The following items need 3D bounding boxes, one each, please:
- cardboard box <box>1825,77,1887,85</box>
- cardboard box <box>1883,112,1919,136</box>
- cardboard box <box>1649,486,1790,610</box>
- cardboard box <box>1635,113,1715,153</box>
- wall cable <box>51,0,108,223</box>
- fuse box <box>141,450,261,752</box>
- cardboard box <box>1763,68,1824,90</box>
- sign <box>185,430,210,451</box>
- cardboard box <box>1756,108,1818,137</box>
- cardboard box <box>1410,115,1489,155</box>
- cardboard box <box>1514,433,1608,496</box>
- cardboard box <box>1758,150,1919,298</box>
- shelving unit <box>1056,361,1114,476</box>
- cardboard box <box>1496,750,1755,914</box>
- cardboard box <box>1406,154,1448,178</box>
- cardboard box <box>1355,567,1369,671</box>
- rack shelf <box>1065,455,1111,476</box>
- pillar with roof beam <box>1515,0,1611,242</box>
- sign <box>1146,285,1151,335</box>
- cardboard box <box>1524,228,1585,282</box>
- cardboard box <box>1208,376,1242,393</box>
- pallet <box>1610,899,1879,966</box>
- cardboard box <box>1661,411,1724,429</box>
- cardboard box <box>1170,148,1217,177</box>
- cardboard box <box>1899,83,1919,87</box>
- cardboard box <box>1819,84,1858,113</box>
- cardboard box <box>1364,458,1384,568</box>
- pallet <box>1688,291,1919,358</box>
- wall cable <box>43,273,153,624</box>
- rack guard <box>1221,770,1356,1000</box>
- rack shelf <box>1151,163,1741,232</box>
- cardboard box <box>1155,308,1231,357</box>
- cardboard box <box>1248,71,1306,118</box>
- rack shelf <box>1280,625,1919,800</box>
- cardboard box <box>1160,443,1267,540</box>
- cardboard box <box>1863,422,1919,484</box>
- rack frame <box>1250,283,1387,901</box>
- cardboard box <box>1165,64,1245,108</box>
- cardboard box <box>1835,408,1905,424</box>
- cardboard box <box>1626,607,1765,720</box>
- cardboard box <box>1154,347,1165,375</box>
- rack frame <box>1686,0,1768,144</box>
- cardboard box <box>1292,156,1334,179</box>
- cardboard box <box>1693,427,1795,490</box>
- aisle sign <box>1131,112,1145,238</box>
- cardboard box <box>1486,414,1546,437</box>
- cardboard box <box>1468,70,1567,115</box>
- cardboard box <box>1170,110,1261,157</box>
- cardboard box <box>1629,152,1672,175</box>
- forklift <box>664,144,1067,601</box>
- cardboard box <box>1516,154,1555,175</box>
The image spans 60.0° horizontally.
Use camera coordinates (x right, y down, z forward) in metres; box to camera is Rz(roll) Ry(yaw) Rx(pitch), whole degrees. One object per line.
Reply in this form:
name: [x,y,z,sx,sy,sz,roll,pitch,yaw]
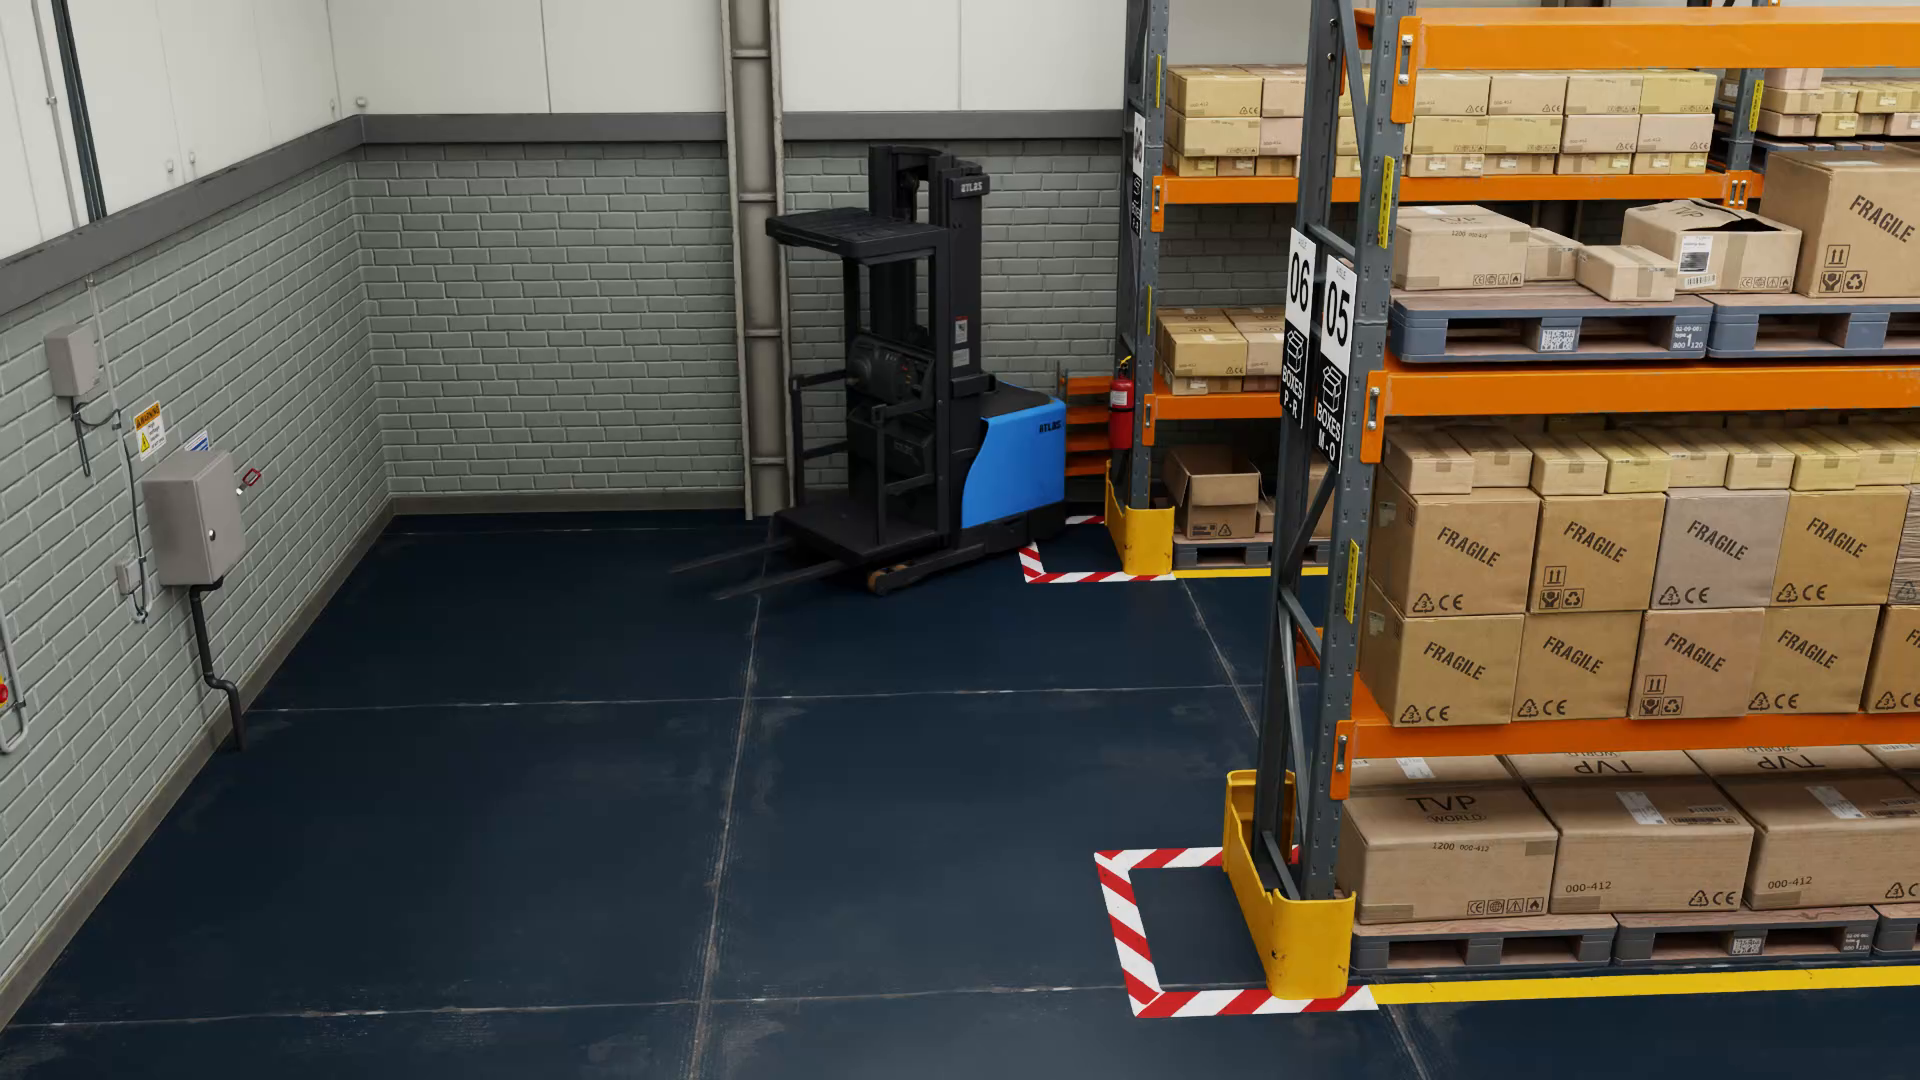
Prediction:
cardboard box: [6.302,-3.172,11.725,0.250,0.149,0.380,-1,21,-2]
cardboard box: [6.330,-2.834,11.256,0.250,0.149,0.380,-1,21,-2]
cardboard box: [3.062,-0.039,6.961,0.500,0.500,0.500,-1,21,-3]
cardboard box: [4.777,-2.806,11.353,0.500,0.250,0.500,-1,21,-3]
wall cable: [-4.287,-3.453,8.991,0.133,3.039,2.988,-1,21,-3]
fuse box: [-4.065,0.386,9.203,0.414,1.711,0.539,-1,21,-3]
cardboard box: [5.565,-3.177,11.155,0.258,0.266,0.396,-1,21,-4]
sign: [-4.300,-0.343,9.440,0.001,0.494,0.329,-1,21,-3]
cardboard box: [5.565,-2.827,11.236,0.250,0.149,0.380,-1,21,-2]
cardboard box: [3.242,-2.778,11.279,0.500,0.250,0.500,-1,21,-4]
cardboard box: [2.431,-0.311,6.765,0.250,0.149,0.380,-1,21,-1]
cardboard box: [3.559,-1.269,6.652,0.500,0.500,0.500,-1,21,-2]
shelving unit: [1.017,-0.805,13.037,0.503,1.200,0.258,-4,22,-13]
cardboard box: [3.104,1.341,7.895,0.875,0.438,0.875,-1,21,-2]
cardboard box: [3.118,-2.558,11.262,0.250,0.149,0.380,-1,21,-3]
cardboard box: [2.004,0.260,7.583,0.500,0.500,0.500,-1,21,-3]
rack shelf: [1.014,-0.558,13.135,0.480,0.148,0.258,-4,22,-13]
pillar with roof beam: [4.743,-3.015,7.892,0.400,9.000,9.100,-1,21,-3]
sign: [1.282,-1.565,11.299,0.005,0.325,0.100,-1,21,-3]
cardboard box: [2.396,-1.195,6.952,0.250,0.149,0.380,-3,21,-7]
cardboard box: [1.846,-1.167,11.822,0.250,0.149,0.380,-1,21,-2]
pallet: [3.546,1.646,8.002,1.213,0.211,1.003,-1,21,-3]
cardboard box: [3.155,-0.531,7.342,0.250,0.149,0.380,-1,21,-2]
cardboard box: [1.582,-2.561,11.270,0.250,0.149,0.380,-1,21,-2]
cardboard box: [6.592,-3.013,11.306,0.250,0.149,0.380,-1,21,-2]
cardboard box: [5.829,-2.982,11.226,0.250,0.149,0.380,-1,21,-2]
cardboard box: [2.005,-0.198,7.380,0.500,0.500,0.500,0,21,-1]
pallet: [3.499,-0.995,6.928,1.213,0.211,1.003,-1,21,-3]
wall cable: [-4.183,-0.445,8.148,0.122,1.984,0.588,-1,21,-3]
rack guard: [1.514,1.579,7.772,0.348,0.500,1.175,-1,21,-3]
rack shelf: [3.247,-2.459,11.660,4.000,0.370,1.077,-1,21,-3]
cardboard box: [1.695,-1.526,12.205,0.500,0.250,0.500,-1,21,-1]
cardboard box: [2.217,-2.981,11.109,0.500,0.250,0.500,-1,21,-3]
rack shelf: [3.534,0.706,7.563,4.000,0.370,1.077,-1,21,-3]
cardboard box: [1.867,-0.361,12.273,0.637,0.503,0.797,-2,21,-5]
cardboard box: [3.962,-0.366,6.908,0.250,0.149,0.380,-2,21,-4]
rack frame: [1.538,0.410,7.328,0.127,3.000,1.000,-1,21,-3]
cardboard box: [1.678,-3.166,11.595,0.500,0.250,0.500,-2,21,-5]
cardboard box: [3.929,-0.530,7.341,0.250,0.149,0.380,-1,21,-3]
cardboard box: [3.045,0.431,7.131,0.500,0.500,0.500,-1,21,-3]
cardboard box: [1.566,-1.338,12.272,0.250,0.149,0.380,-1,21,-4]
rack frame: [5.244,-4.238,11.105,0.127,3.000,1.000,-1,21,-3]
cardboard box: [2.354,-2.544,11.224,0.250,0.149,0.380,-1,21,-2]
cardboard box: [3.204,-0.337,6.833,0.250,0.149,0.380,-1,21,-3]
aisle sign: [1.199,-2.462,11.219,0.004,0.787,0.394,-1,21,-3]
cardboard box: [2.389,-0.534,7.351,0.250,0.149,0.380,-1,21,-4]
cardboard box: [3.741,-3.022,11.218,0.500,0.250,0.500,-1,21,-2]
cardboard box: [1.709,-2.736,11.168,0.500,0.250,0.500,-1,21,-4]
cardboard box: [4.657,-2.603,11.379,0.250,0.149,0.380,-1,21,-3]
forklift: [-0.655,-1.197,11.645,3.031,2.935,1.130,-16,26,-36]
cardboard box: [3.875,-2.602,11.377,0.250,0.149,0.380,0,21,-1]
